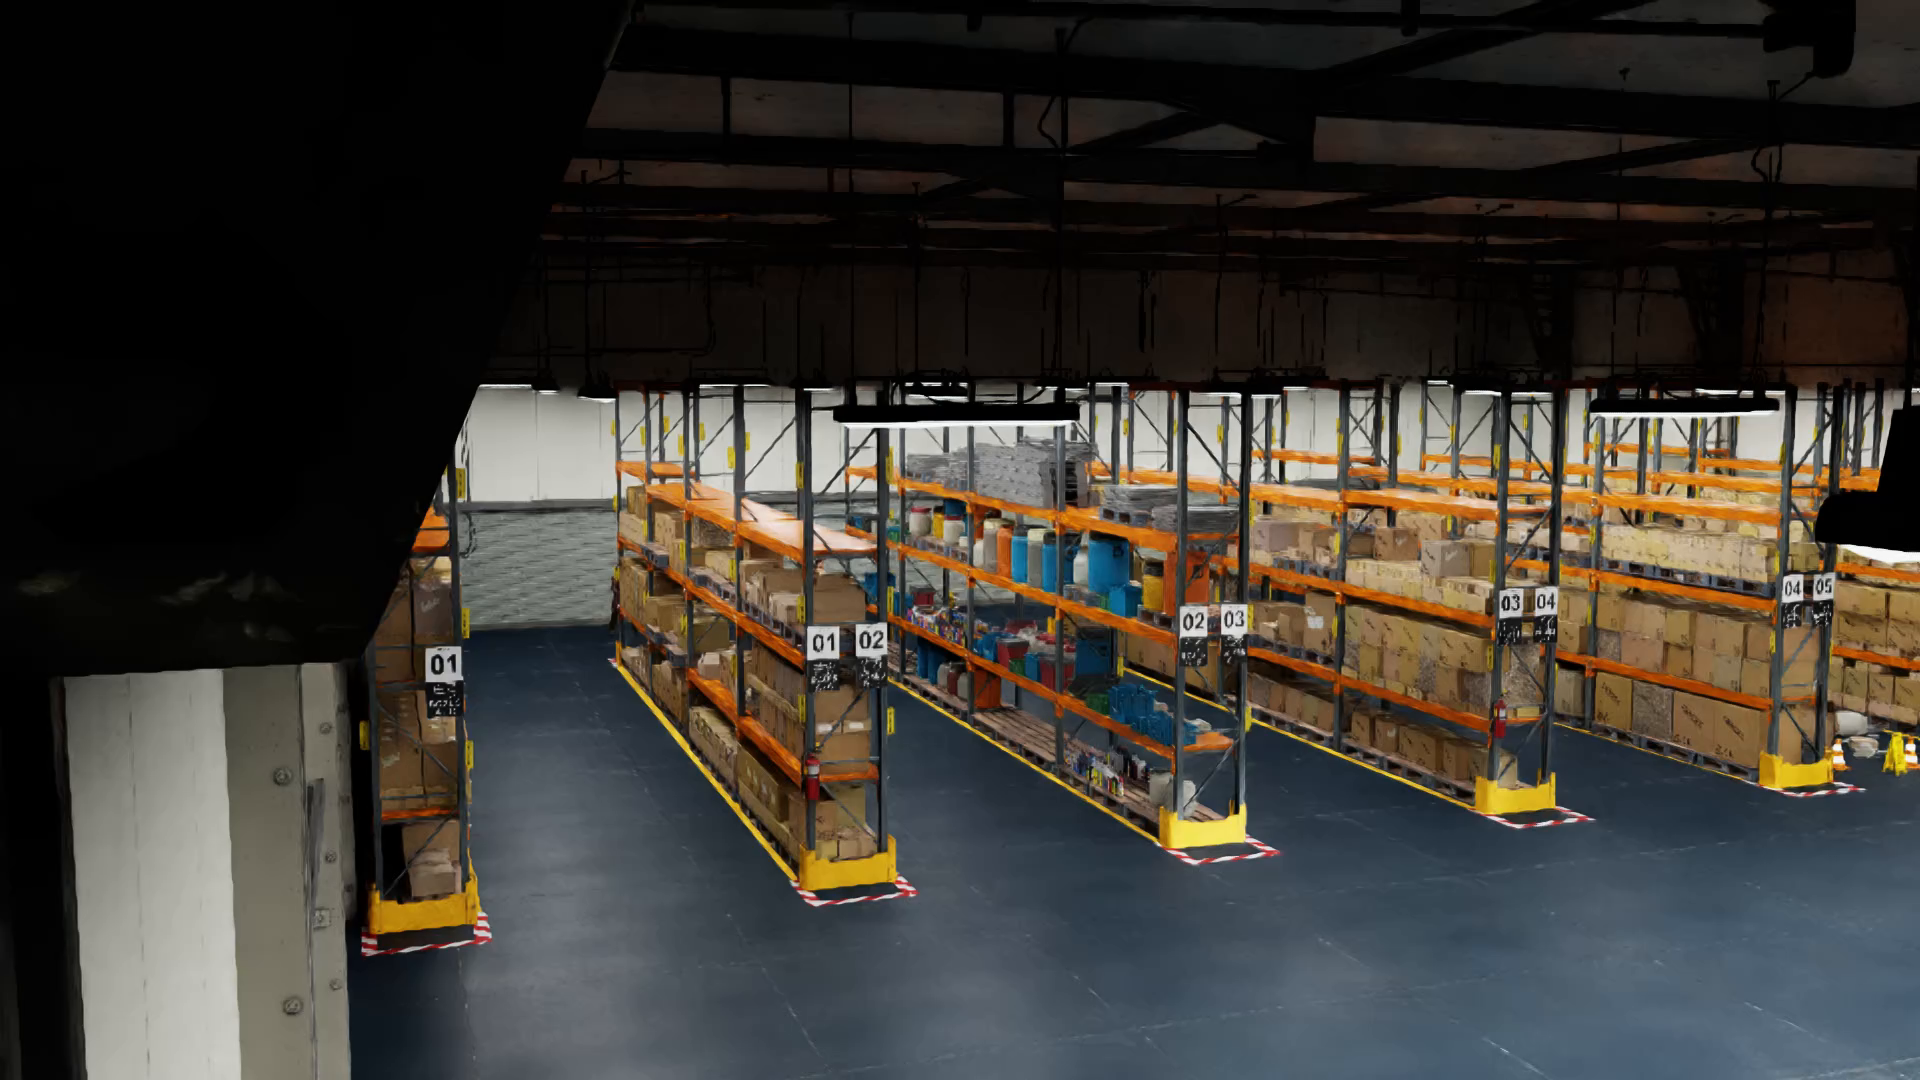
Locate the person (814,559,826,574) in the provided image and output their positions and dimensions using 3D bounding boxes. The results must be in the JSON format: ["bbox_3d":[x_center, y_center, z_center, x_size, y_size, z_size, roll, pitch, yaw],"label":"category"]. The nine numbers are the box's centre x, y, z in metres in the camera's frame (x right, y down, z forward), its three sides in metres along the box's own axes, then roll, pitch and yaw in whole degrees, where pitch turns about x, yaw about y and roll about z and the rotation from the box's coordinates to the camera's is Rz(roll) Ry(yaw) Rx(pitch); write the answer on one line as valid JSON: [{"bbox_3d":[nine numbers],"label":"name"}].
[{"bbox_3d":[-3.524,1.248,40.285,0.486,1.664,0.641,3,7,28],"label":"person"}]

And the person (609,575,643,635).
[{"bbox_3d":[-7.857,1.420,38.833,0.737,1.610,0.880,-4,8,-36],"label":"person"}]

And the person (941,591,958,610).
[{"bbox_3d":[-0.302,1.869,34.557,0.576,1.651,0.589,6,8,42],"label":"person"}]
